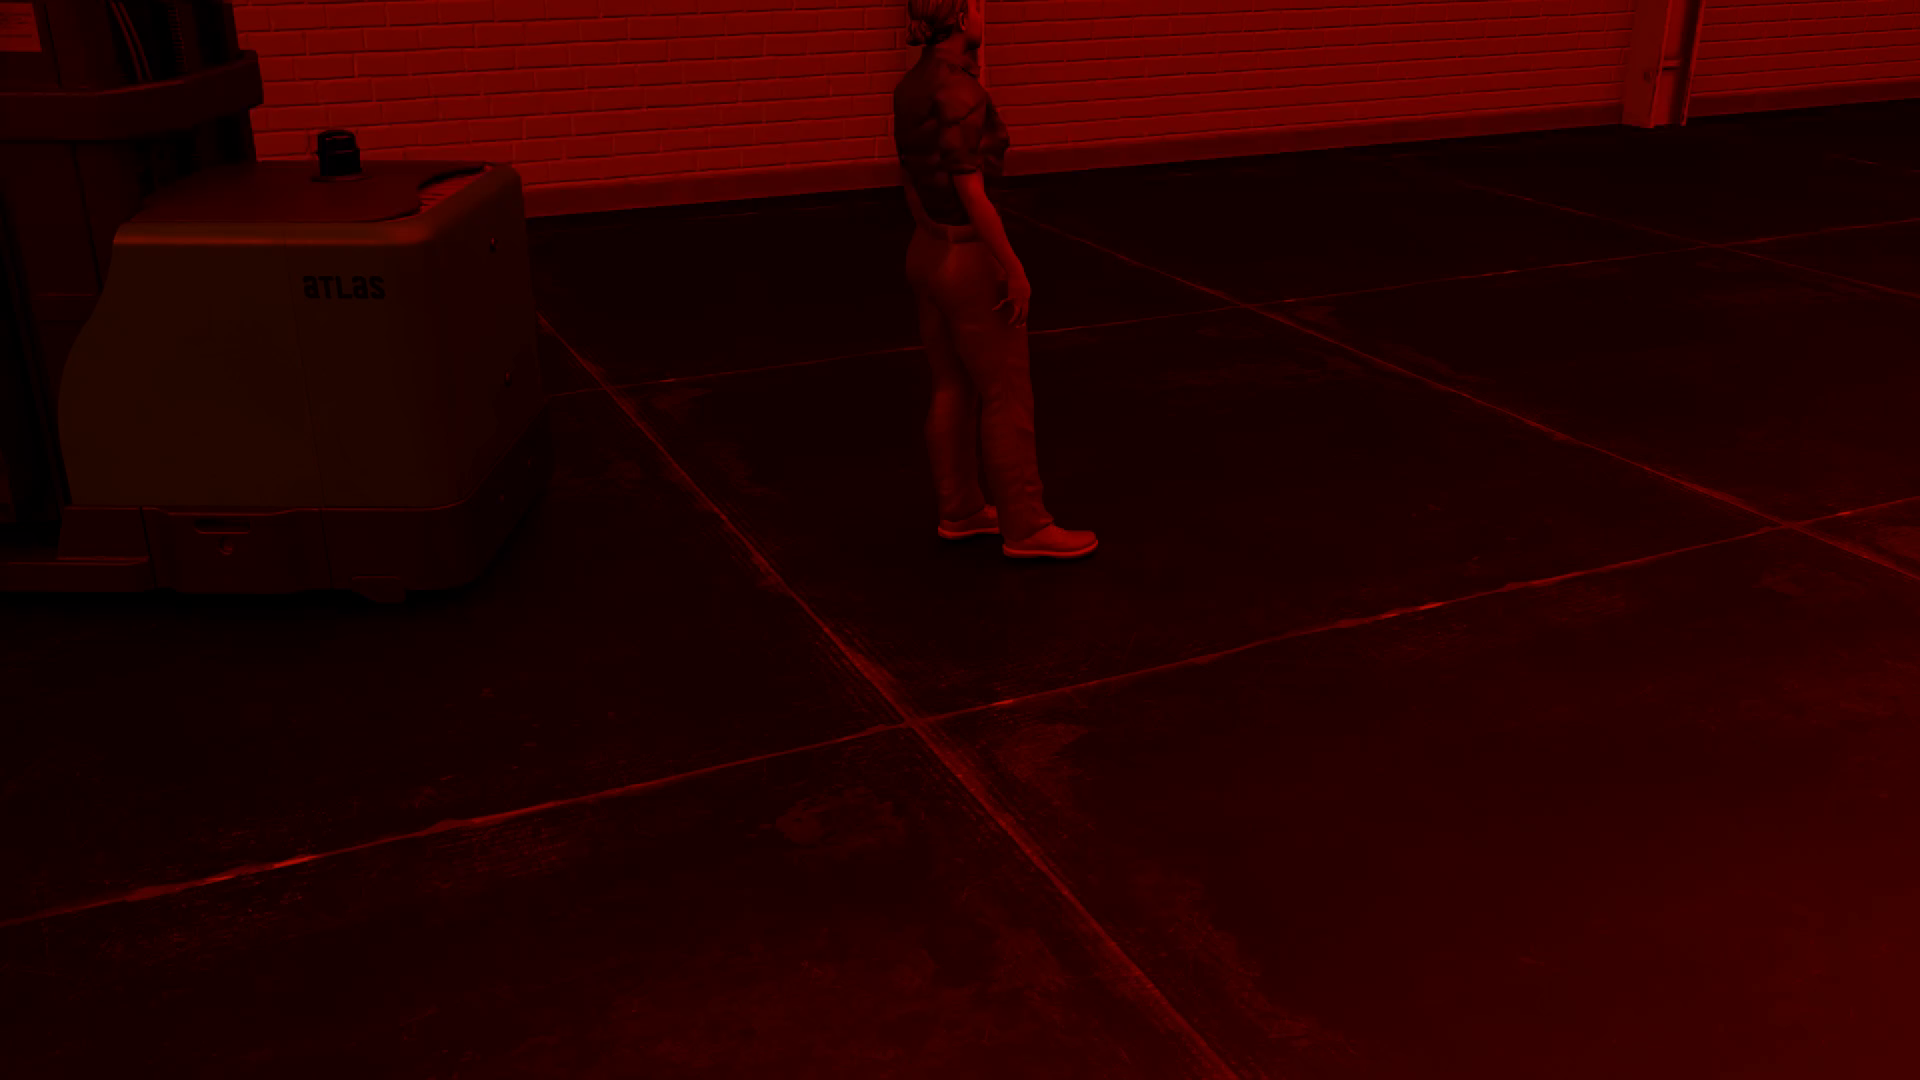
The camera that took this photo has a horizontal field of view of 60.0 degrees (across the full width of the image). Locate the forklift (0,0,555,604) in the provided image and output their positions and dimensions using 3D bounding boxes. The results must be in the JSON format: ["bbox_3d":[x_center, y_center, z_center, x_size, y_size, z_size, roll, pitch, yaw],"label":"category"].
[{"bbox_3d":[-2.855,-1.360,4.560,3.031,2.935,1.130,0,23,1],"label":"forklift"}]

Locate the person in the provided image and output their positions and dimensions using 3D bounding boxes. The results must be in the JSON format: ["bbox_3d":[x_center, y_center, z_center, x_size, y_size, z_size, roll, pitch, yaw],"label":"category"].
[{"bbox_3d":[0.088,-0.778,4.804,0.504,1.655,0.569,-10,25,-23],"label":"person"}]
